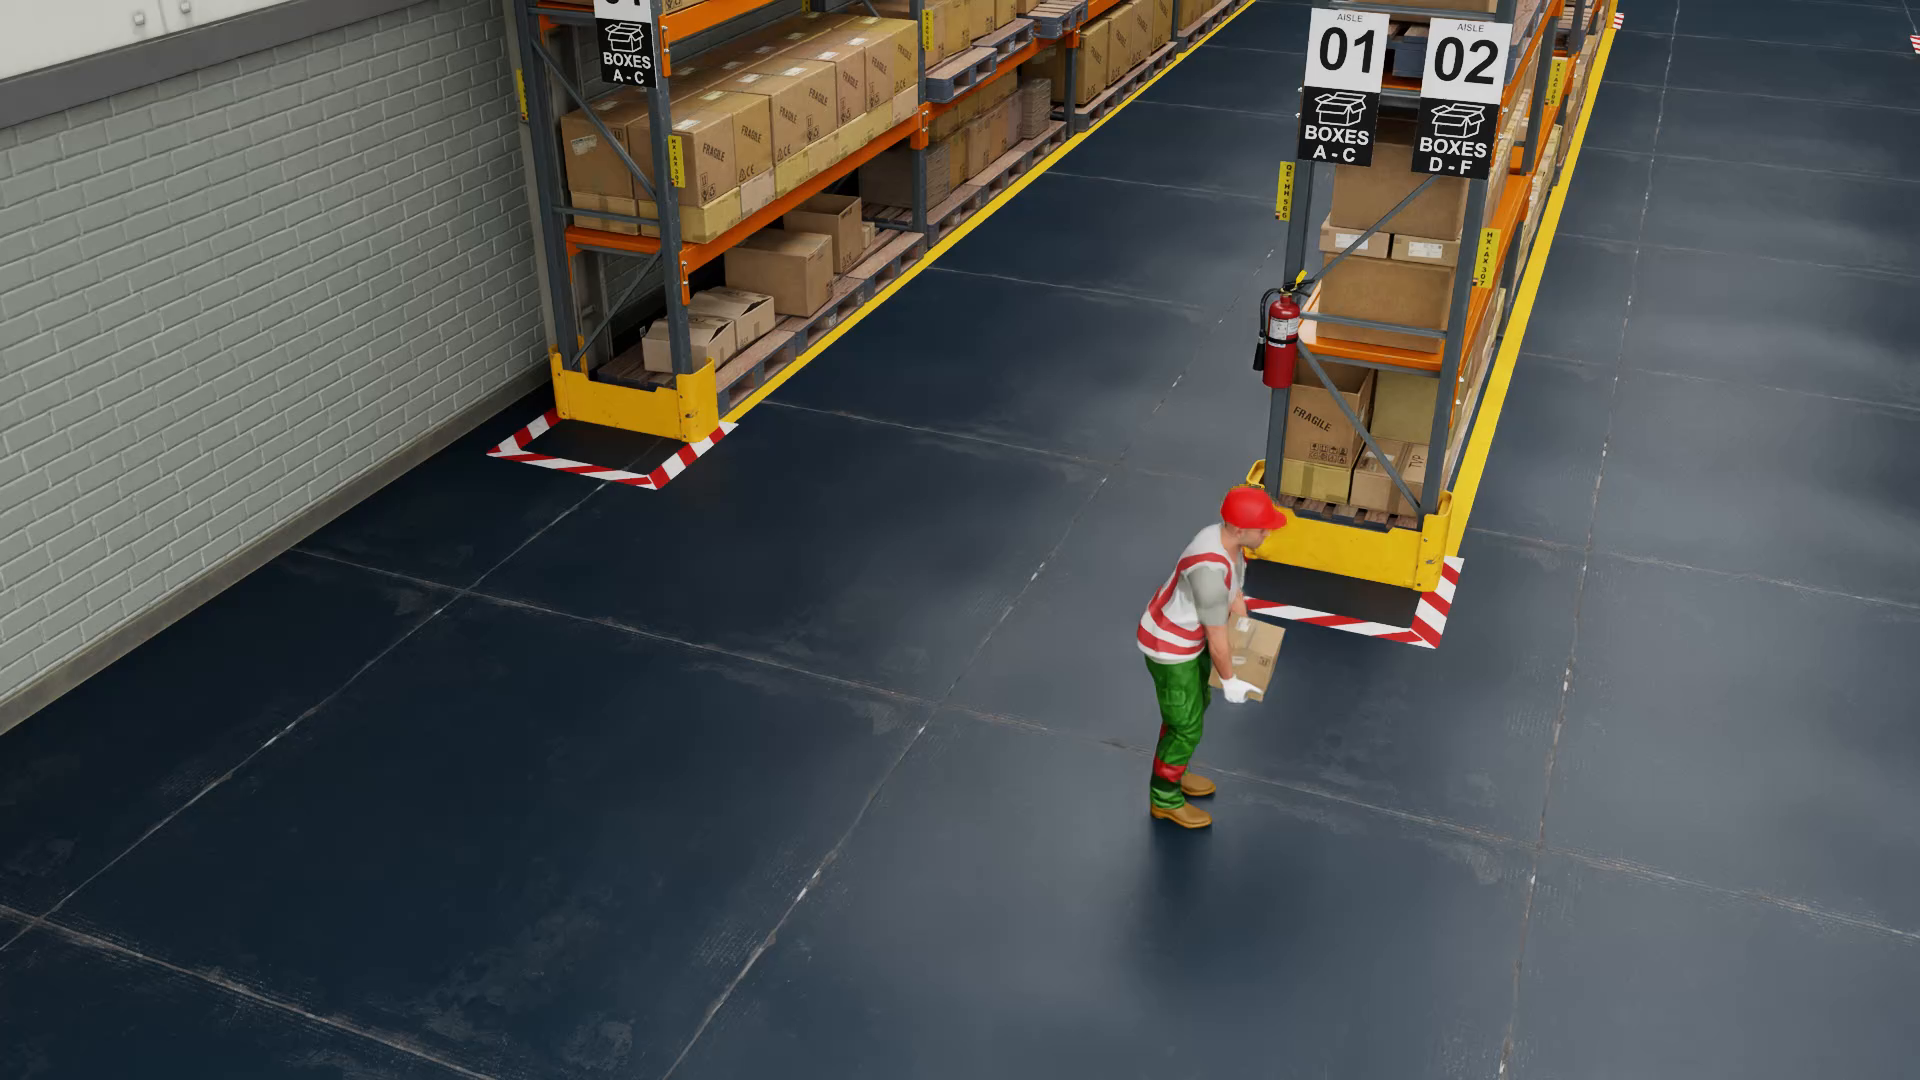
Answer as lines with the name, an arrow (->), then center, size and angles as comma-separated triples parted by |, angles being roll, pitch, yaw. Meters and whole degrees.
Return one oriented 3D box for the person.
person -> 1.104, 0.486, 7.521 | 0.574, 1.779, 0.493 | 11, 31, 18
